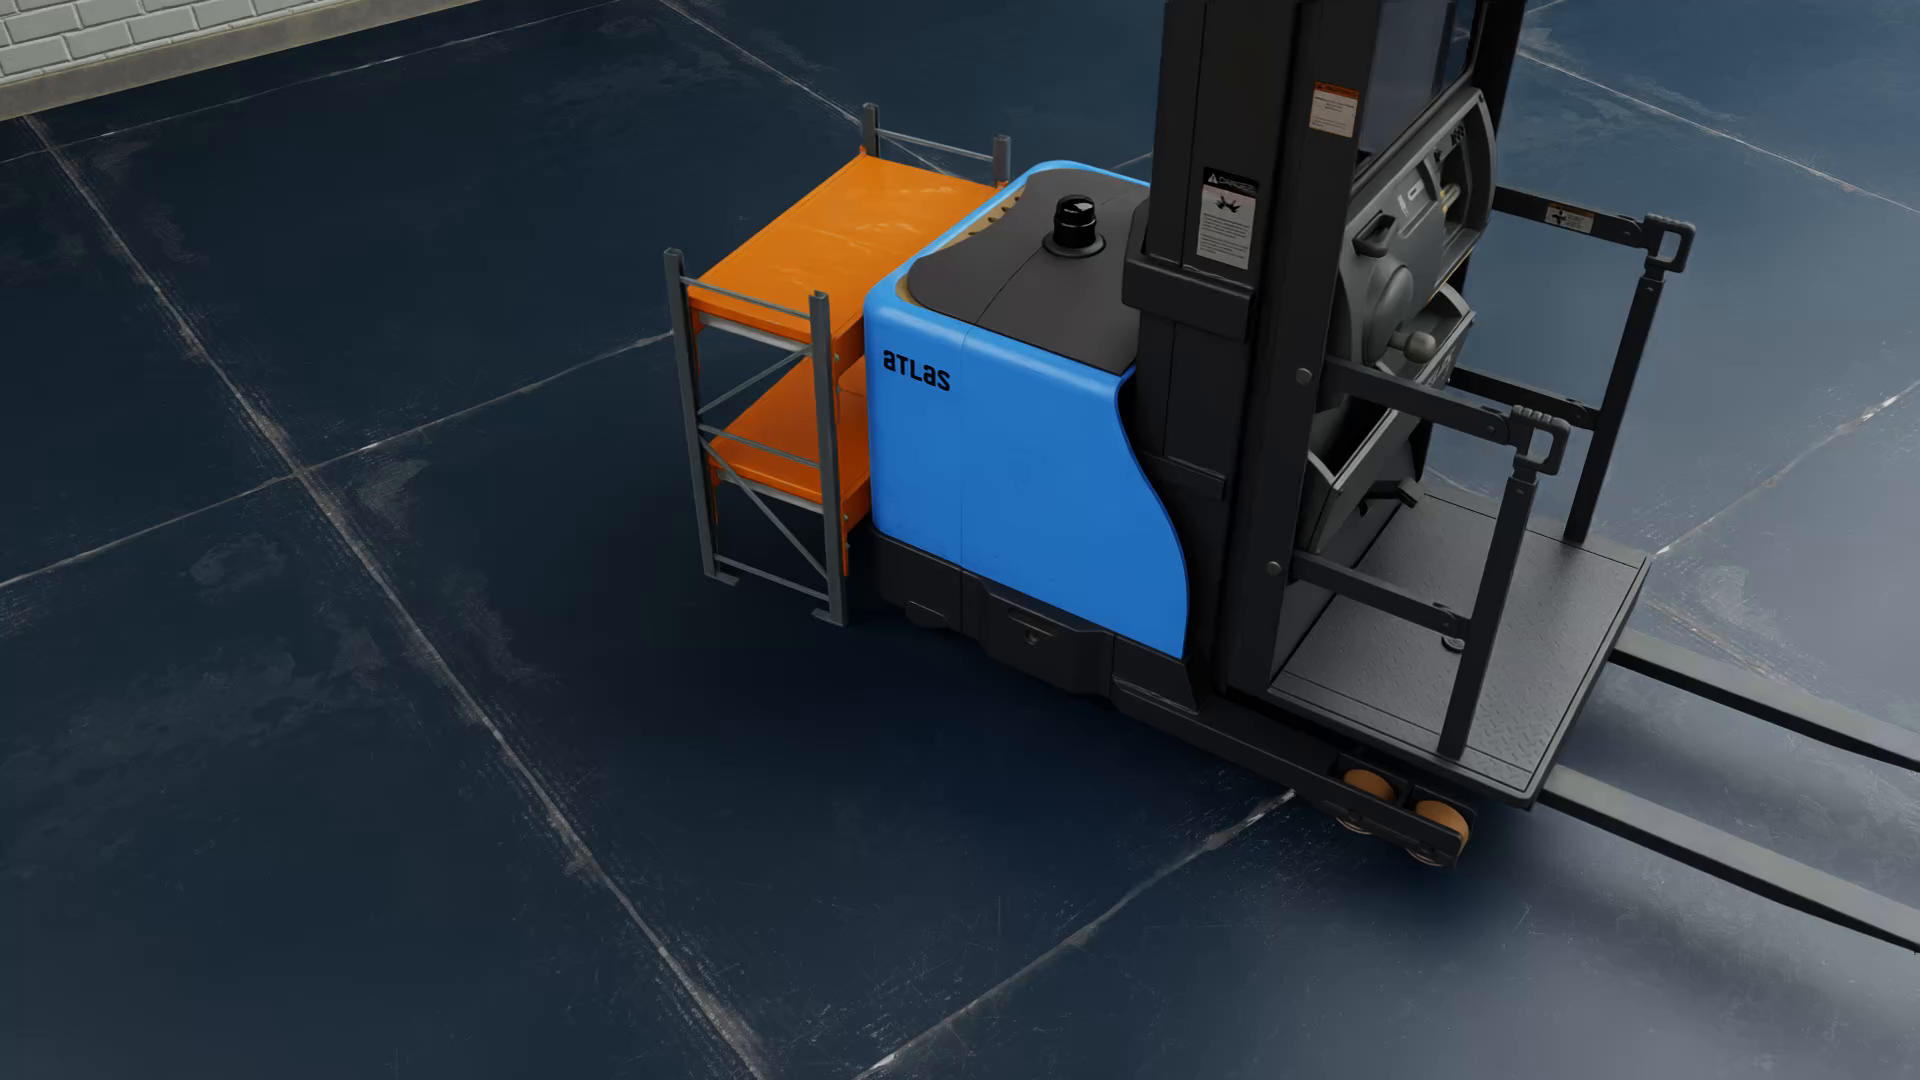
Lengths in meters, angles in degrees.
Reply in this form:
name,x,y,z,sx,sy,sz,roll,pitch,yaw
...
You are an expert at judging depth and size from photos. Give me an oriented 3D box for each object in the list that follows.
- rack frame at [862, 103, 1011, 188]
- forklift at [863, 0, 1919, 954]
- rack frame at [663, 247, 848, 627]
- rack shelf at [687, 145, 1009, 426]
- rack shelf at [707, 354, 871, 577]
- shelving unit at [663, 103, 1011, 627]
name,x,y,z,sx,sy,sz,roll,pitch,yaw
rack frame,-0.075,-0.827,5.371,0.500,1.125,0.032,19,43,22
forklift,1.242,-0.691,3.782,3.031,2.935,1.130,22,44,25
rack frame,-0.561,-0.261,4.681,0.500,1.125,0.032,19,43,22
rack shelf,-0.318,-0.770,4.840,0.538,0.278,1.000,19,43,22
rack shelf,-0.318,-0.355,5.181,0.538,0.278,1.000,19,43,22
shelving unit,-0.318,-0.544,5.026,0.538,1.125,1.048,19,43,22
